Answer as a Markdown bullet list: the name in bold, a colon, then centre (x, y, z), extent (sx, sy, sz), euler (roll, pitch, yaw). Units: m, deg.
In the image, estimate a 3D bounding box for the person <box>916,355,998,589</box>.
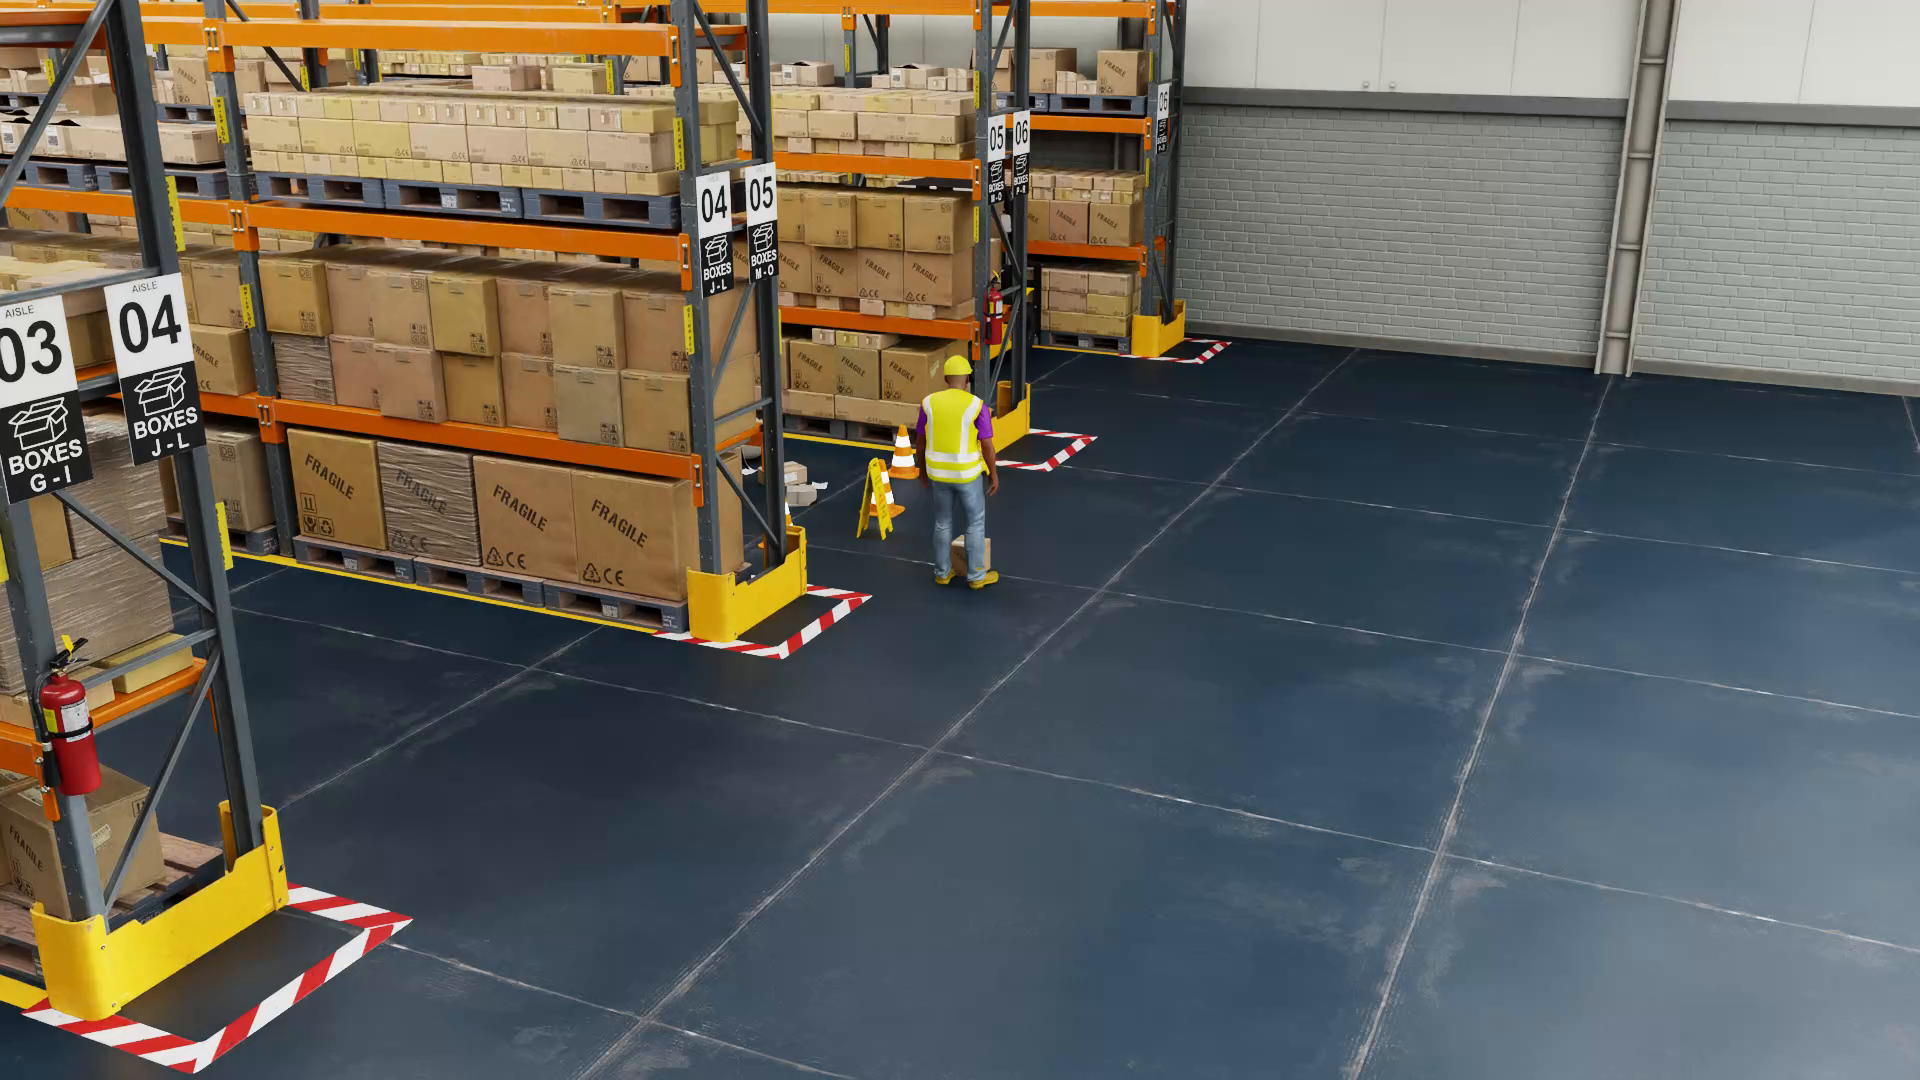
- **person**: centre (-0.020, -0.515, 12.541), extent (0.635, 1.760, 0.455), euler (7, 20, 20)
